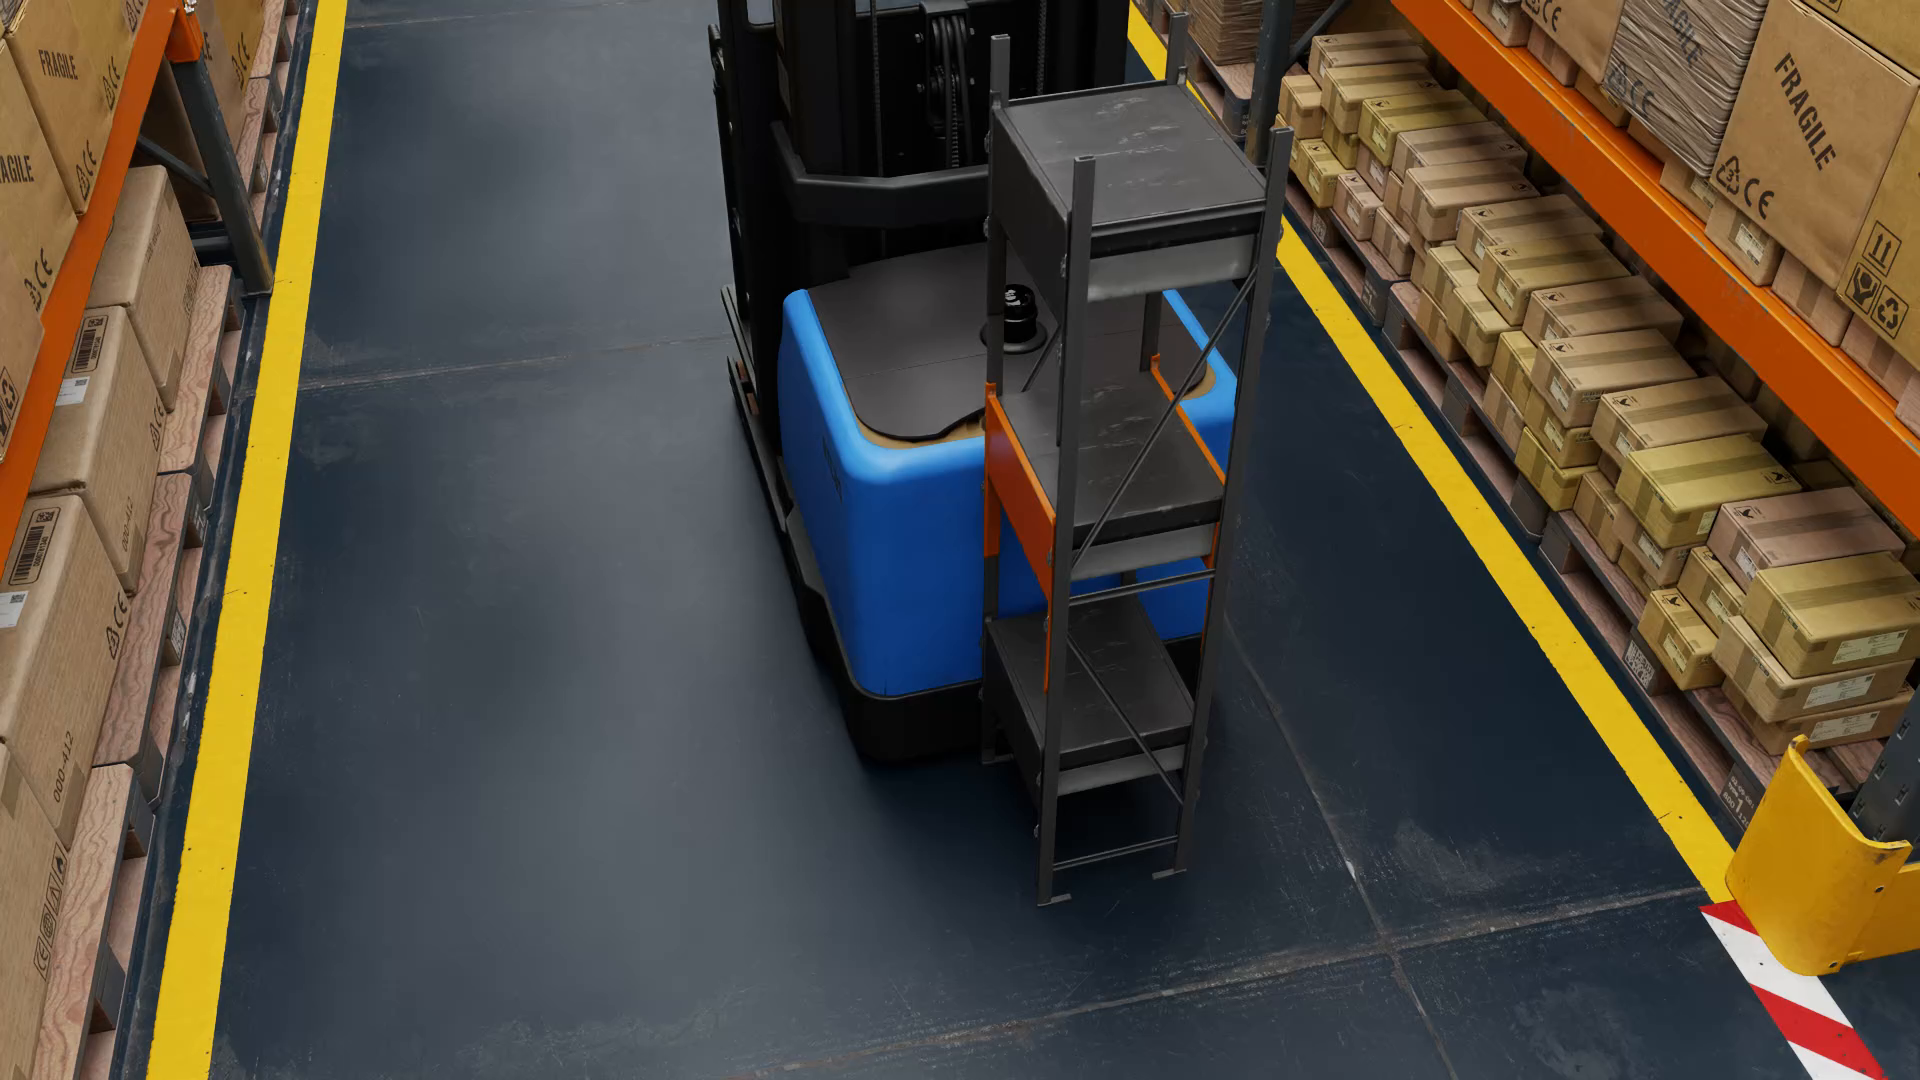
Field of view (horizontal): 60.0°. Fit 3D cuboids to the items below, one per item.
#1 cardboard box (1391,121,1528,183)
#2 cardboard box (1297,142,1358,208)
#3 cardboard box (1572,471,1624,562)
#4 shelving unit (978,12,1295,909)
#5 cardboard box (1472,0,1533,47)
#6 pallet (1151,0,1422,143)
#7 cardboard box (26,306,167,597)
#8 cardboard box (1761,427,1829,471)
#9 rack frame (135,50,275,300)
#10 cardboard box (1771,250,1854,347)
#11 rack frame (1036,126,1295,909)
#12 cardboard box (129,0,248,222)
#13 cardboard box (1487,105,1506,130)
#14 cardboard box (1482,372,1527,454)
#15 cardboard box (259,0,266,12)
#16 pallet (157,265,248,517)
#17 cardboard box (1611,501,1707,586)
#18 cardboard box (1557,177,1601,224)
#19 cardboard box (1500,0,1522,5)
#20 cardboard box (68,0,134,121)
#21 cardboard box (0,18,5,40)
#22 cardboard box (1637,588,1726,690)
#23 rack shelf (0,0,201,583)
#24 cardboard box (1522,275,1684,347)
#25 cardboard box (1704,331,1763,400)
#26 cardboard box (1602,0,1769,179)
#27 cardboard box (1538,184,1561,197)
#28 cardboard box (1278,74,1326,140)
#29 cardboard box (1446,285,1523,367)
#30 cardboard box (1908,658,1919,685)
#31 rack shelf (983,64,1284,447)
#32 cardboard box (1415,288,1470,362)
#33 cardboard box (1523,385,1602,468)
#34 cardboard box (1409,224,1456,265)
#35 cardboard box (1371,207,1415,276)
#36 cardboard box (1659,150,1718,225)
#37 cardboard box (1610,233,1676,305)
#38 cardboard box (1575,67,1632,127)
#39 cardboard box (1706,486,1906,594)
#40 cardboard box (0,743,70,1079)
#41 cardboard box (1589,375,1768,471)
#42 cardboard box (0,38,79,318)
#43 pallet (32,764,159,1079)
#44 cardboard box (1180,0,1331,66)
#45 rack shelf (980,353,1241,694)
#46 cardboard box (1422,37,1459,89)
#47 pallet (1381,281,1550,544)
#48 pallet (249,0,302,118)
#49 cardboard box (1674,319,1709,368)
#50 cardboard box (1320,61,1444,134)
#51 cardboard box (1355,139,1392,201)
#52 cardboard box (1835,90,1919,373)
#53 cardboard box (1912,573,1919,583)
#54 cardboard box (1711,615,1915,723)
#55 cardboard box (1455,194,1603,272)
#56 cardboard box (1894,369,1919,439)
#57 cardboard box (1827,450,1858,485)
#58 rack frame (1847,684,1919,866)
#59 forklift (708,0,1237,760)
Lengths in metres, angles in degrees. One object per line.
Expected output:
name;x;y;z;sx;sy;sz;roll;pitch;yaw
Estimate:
cardboard box;1.763;-1.339;5.882;0.380;0.149;0.250;-9;42;-10
cardboard box;1.531;-1.425;6.427;0.380;0.149;0.250;-7;42;-8
cardboard box;2.061;-0.092;4.925;0.380;0.149;0.250;-8;42;-9
shelving unit;0.320;-0.051;3.726;0.431;2.100;0.503;-11;43;-12
cardboard box;1.782;-1.617;5.002;0.380;0.149;0.250;-7;42;-7
pallet;1.539;-2.250;7.626;1.003;0.211;1.213;-8;42;-9
cardboard box;-2.879;-0.210;4.841;0.875;0.438;0.875;-10;42;-11
cardboard box;2.617;-0.288;4.922;0.380;0.149;0.250;-7;42;-8
rack frame;-3.103;-2.014;5.259;1.000;3.000;0.127;-8;42;-9
cardboard box;2.140;-0.600;3.855;0.380;0.149;0.250;-9;42;-10
rack frame;0.387;0.105;3.550;0.400;2.100;0.015;-11;43;-12
cardboard box;-3.315;-1.767;6.265;0.875;0.875;0.875;-7;42;-8
cardboard box;2.194;-1.588;6.163;0.380;0.149;0.250;-9;42;-10
cardboard box;1.906;-0.428;5.304;0.380;0.149;0.250;-8;42;-8
cardboard box;-3.710;-2.931;7.576;0.875;0.875;0.875;-8;42;-9
pallet;-3.015;-0.467;5.617;1.003;0.211;1.213;-8;42;-9
cardboard box;2.065;-0.036;4.638;0.380;0.149;0.250;-10;43;-11
cardboard box;2.322;-1.247;5.778;0.380;0.149;0.250;-10;43;-11
cardboard box;1.757;-1.929;4.864;0.500;0.500;0.500;-9;42;-10
cardboard box;-2.637;-1.454;4.554;0.500;0.500;0.500;-9;42;-10
cardboard box;-2.411;-1.174;3.484;0.500;0.500;0.500;-8;42;-9
cardboard box;2.100;0.250;4.540;0.380;0.149;0.250;-7;42;-8
rack shelf;-2.671;-0.448;4.037;1.077;0.370;4.000;-8;42;-9
cardboard box;1.977;-0.667;5.124;0.380;0.149;0.250;-10;43;-11
cardboard box;2.499;-0.571;5.016;0.380;0.149;0.250;-7;42;-8
cardboard box;1.999;-1.261;4.111;0.500;0.500;0.500;-8;42;-9
cardboard box;2.265;-1.148;5.891;0.380;0.149;0.250;-7;42;-8
cardboard box;1.474;-1.710;6.524;0.380;0.149;0.250;-7;42;-7
cardboard box;1.817;-0.713;5.401;0.380;0.149;0.250;-8;42;-9
cardboard box;2.771;0.328;4.452;0.380;0.149;0.250;-8;42;-8
rack shelf;0.320;-0.564;3.270;0.431;0.518;0.480;-11;43;-12
cardboard box;1.793;-0.762;5.680;0.380;0.149;0.250;-9;42;-10
cardboard box;1.941;-0.369;5.014;0.380;0.149;0.250;-8;42;-9
cardboard box;1.796;-1.049;5.779;0.380;0.149;0.250;-7;42;-7
cardboard box;1.739;-1.114;6.076;0.380;0.149;0.250;-9;42;-10
cardboard box;2.034;-0.937;4.235;0.380;0.149;0.250;-10;43;-11
cardboard box;2.339;-0.897;5.384;0.380;0.149;0.250;-8;42;-9
cardboard box;1.960;-1.290;4.633;0.380;0.149;0.250;-8;42;-9
cardboard box;2.212;0.013;4.359;0.380;0.149;0.250;-8;42;-8
cardboard box;-2.480;0.967;3.515;0.875;0.438;0.875;-10;43;-11
cardboard box;2.038;-0.314;4.727;0.380;0.149;0.250;-10;43;-11
cardboard box;-2.416;-0.789;3.804;0.500;0.500;0.500;-7;42;-8
pallet;-2.489;1.115;3.835;1.003;0.211;1.213;-8;42;-9
cardboard box;1.303;-2.454;7.322;0.500;0.500;0.500;-9;42;-10
rack shelf;0.320;-0.041;3.735;0.431;0.518;0.480;-11;43;-12
cardboard box;2.039;-1.909;6.524;0.380;0.149;0.250;-7;42;-8
pallet;2.155;-0.523;5.680;1.003;0.211;1.213;-8;42;-9
pallet;-3.610;-2.253;7.629;1.003;0.211;1.213;-8;42;-9
cardboard box;2.368;-0.616;5.291;0.380;0.149;0.250;-6;42;-7
cardboard box;1.582;-1.662;6.246;0.380;0.149;0.250;-6;42;-7
cardboard box;1.704;-1.406;6.181;0.380;0.149;0.250;-9;42;-10
cardboard box;2.224;-0.599;3.366;0.500;0.500;0.500;-8;42;-8
cardboard box;2.705;0.040;4.552;0.380;0.149;0.250;-9;42;-9
cardboard box;2.179;0.301;4.259;0.380;0.149;0.250;-9;42;-10
cardboard box;1.878;-0.998;5.498;0.380;0.149;0.250;-10;43;-11
cardboard box;2.225;-0.273;3.487;0.380;0.149;0.250;-8;42;-9
cardboard box;2.684;-0.241;4.644;0.380;0.149;0.250;-8;42;-9
rack frame;2.572;-0.196;3.211;1.000;3.000;0.127;-8;42;-9
forklift;-0.170;-1.494;4.725;1.130;2.935;3.031;-11;43;-12
